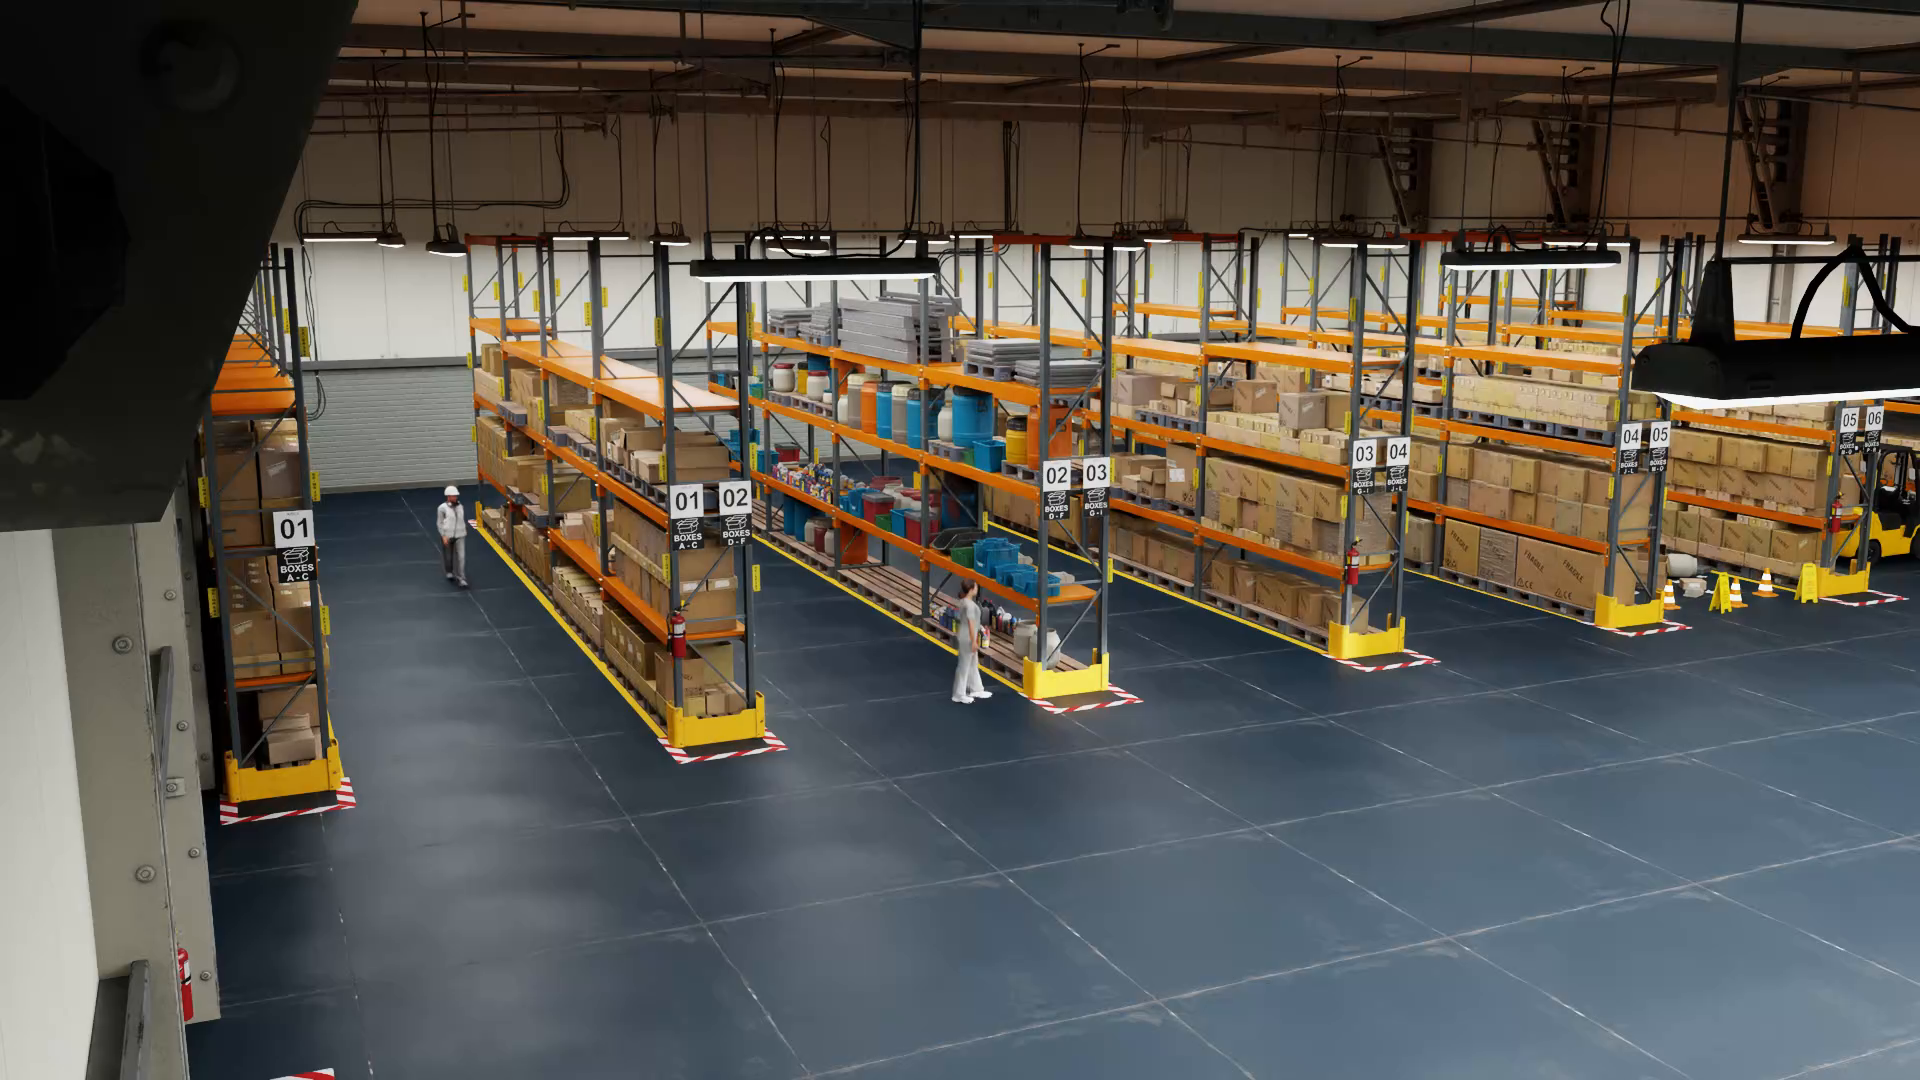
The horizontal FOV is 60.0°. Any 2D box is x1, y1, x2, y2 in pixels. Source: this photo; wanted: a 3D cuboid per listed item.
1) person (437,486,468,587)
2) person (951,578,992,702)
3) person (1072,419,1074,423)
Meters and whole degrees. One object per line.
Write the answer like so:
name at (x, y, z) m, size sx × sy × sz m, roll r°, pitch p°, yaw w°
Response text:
person at (-8.847, -0.069, 28.966) m, size 0.501 × 1.737 × 1.012 m, roll -4°, pitch 12°, yaw -20°
person at (0.172, 1.322, 21.960) m, size 0.575 × 1.670 × 0.484 m, roll -2°, pitch 11°, yaw -9°
person at (2.636, -2.488, 41.690) m, size 0.497 × 1.612 × 0.952 m, roll 0°, pitch 11°, yaw 2°
